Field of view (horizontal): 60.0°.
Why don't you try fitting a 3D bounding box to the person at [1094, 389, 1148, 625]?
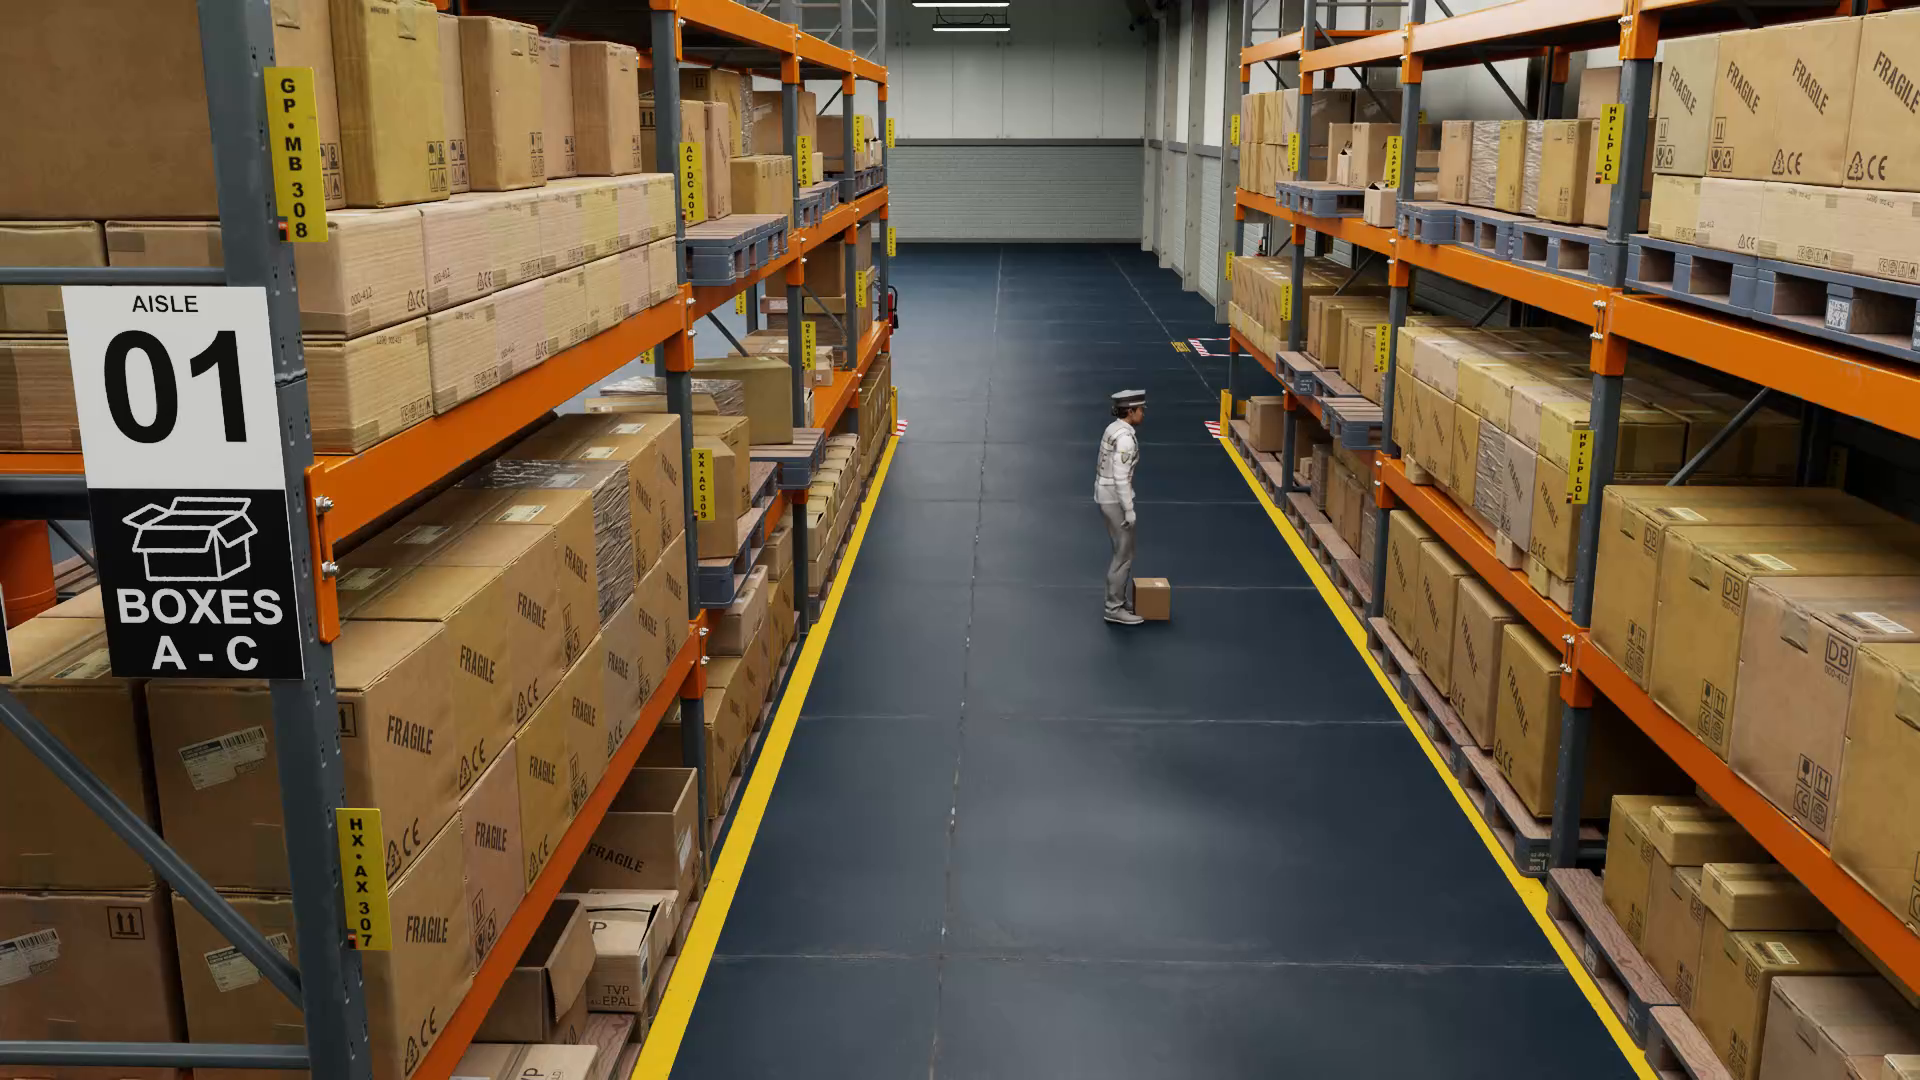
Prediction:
[{"bbox_3d":[1.179,-0.257,12.014,0.409,1.667,0.547,0,14,-2],"label":"person"}]
